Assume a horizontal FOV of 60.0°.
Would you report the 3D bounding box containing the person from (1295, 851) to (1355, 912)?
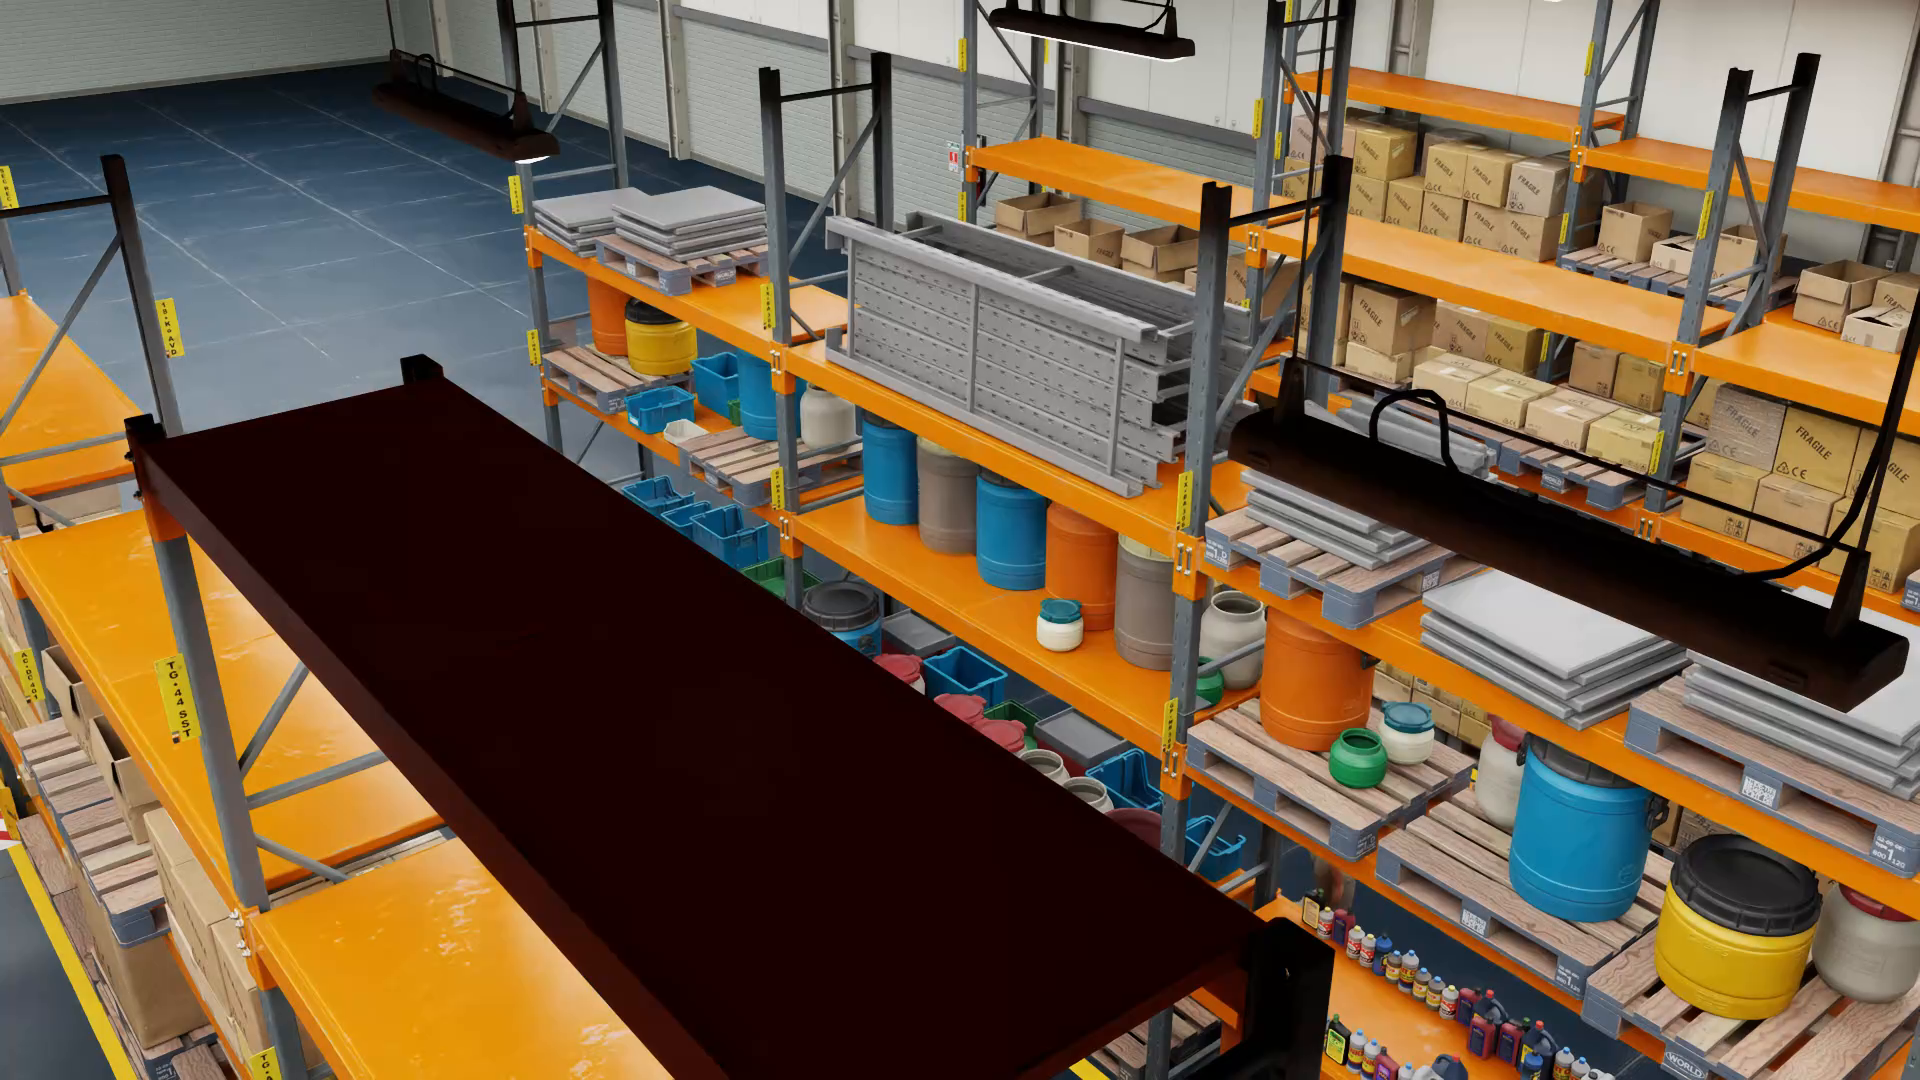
[{"bbox_3d":[2.546,2.255,11.613,0.548,1.725,0.586,0,26,1],"label":"person"}]
